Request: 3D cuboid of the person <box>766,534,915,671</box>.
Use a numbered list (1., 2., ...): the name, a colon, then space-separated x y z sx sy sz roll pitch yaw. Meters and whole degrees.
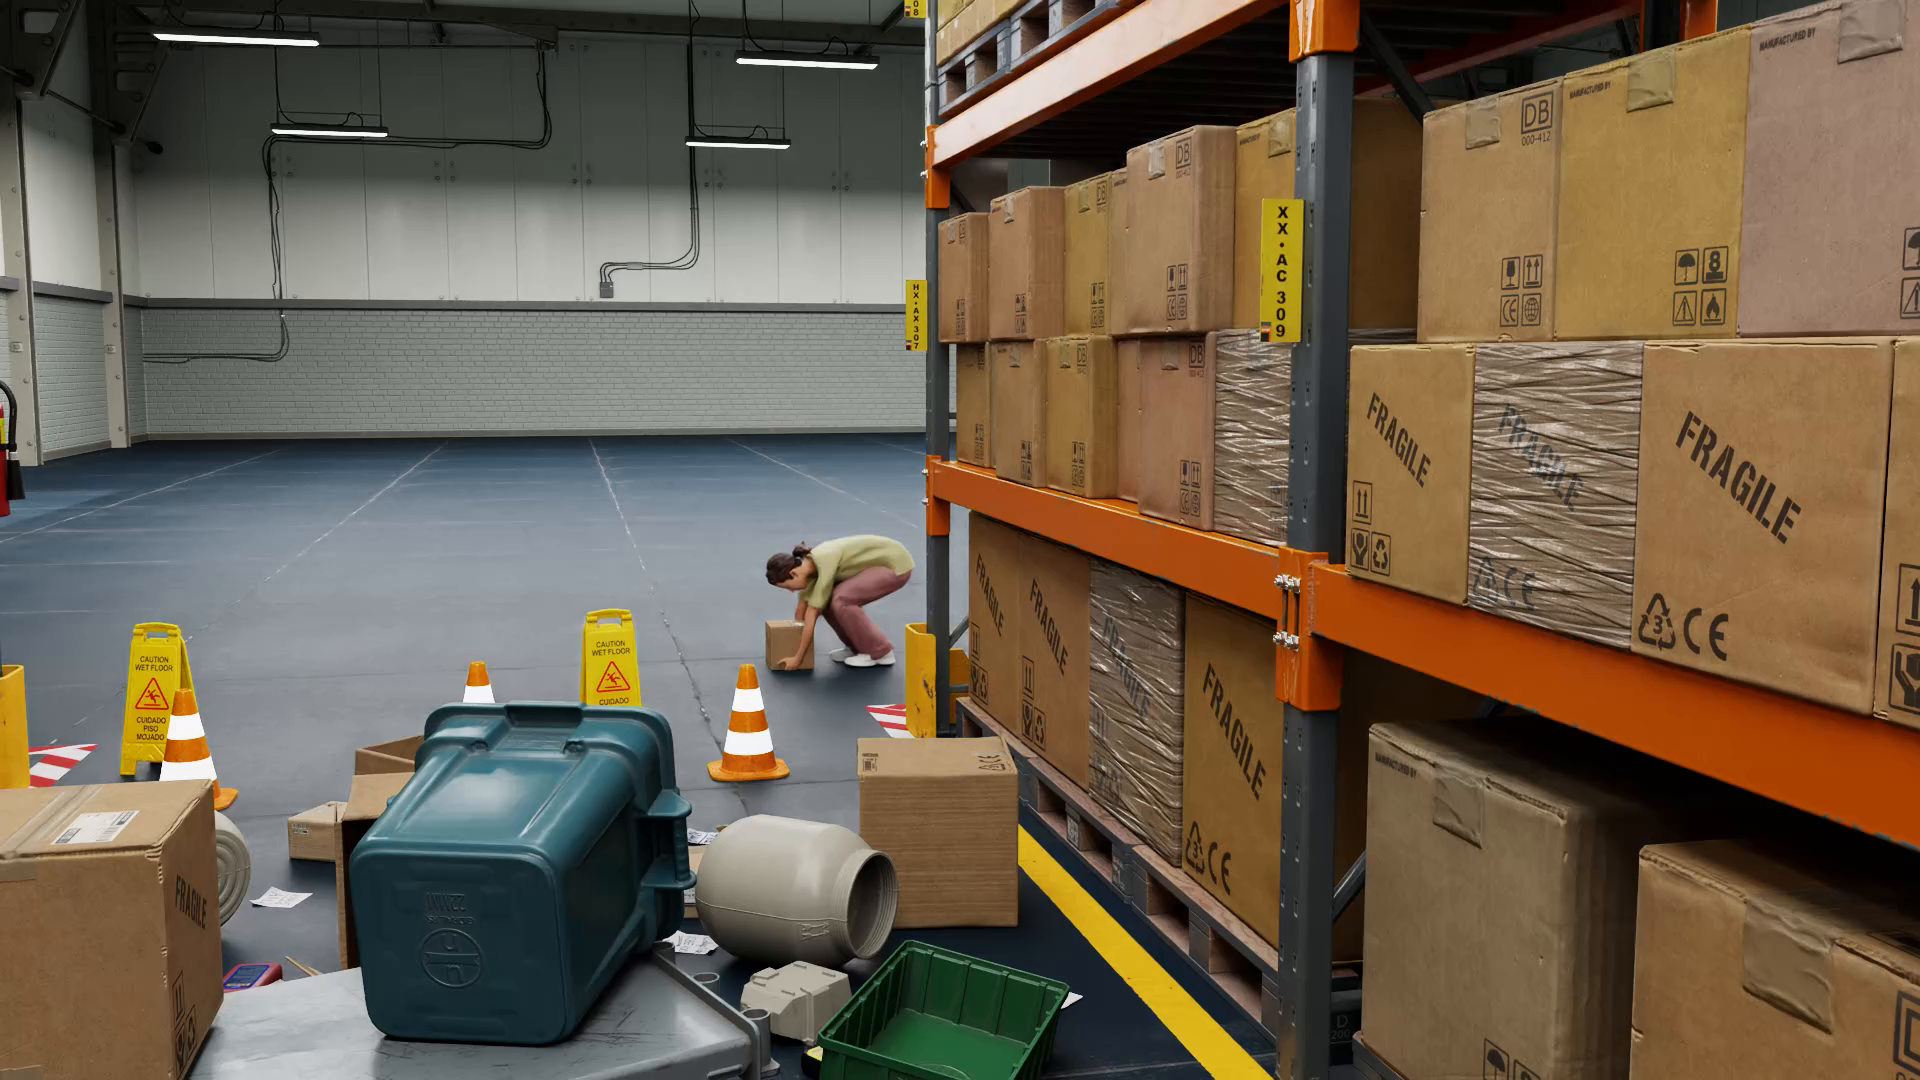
1. person: -0.694 0.360 9.676 0.867 0.767 0.460 -2 6 -15
